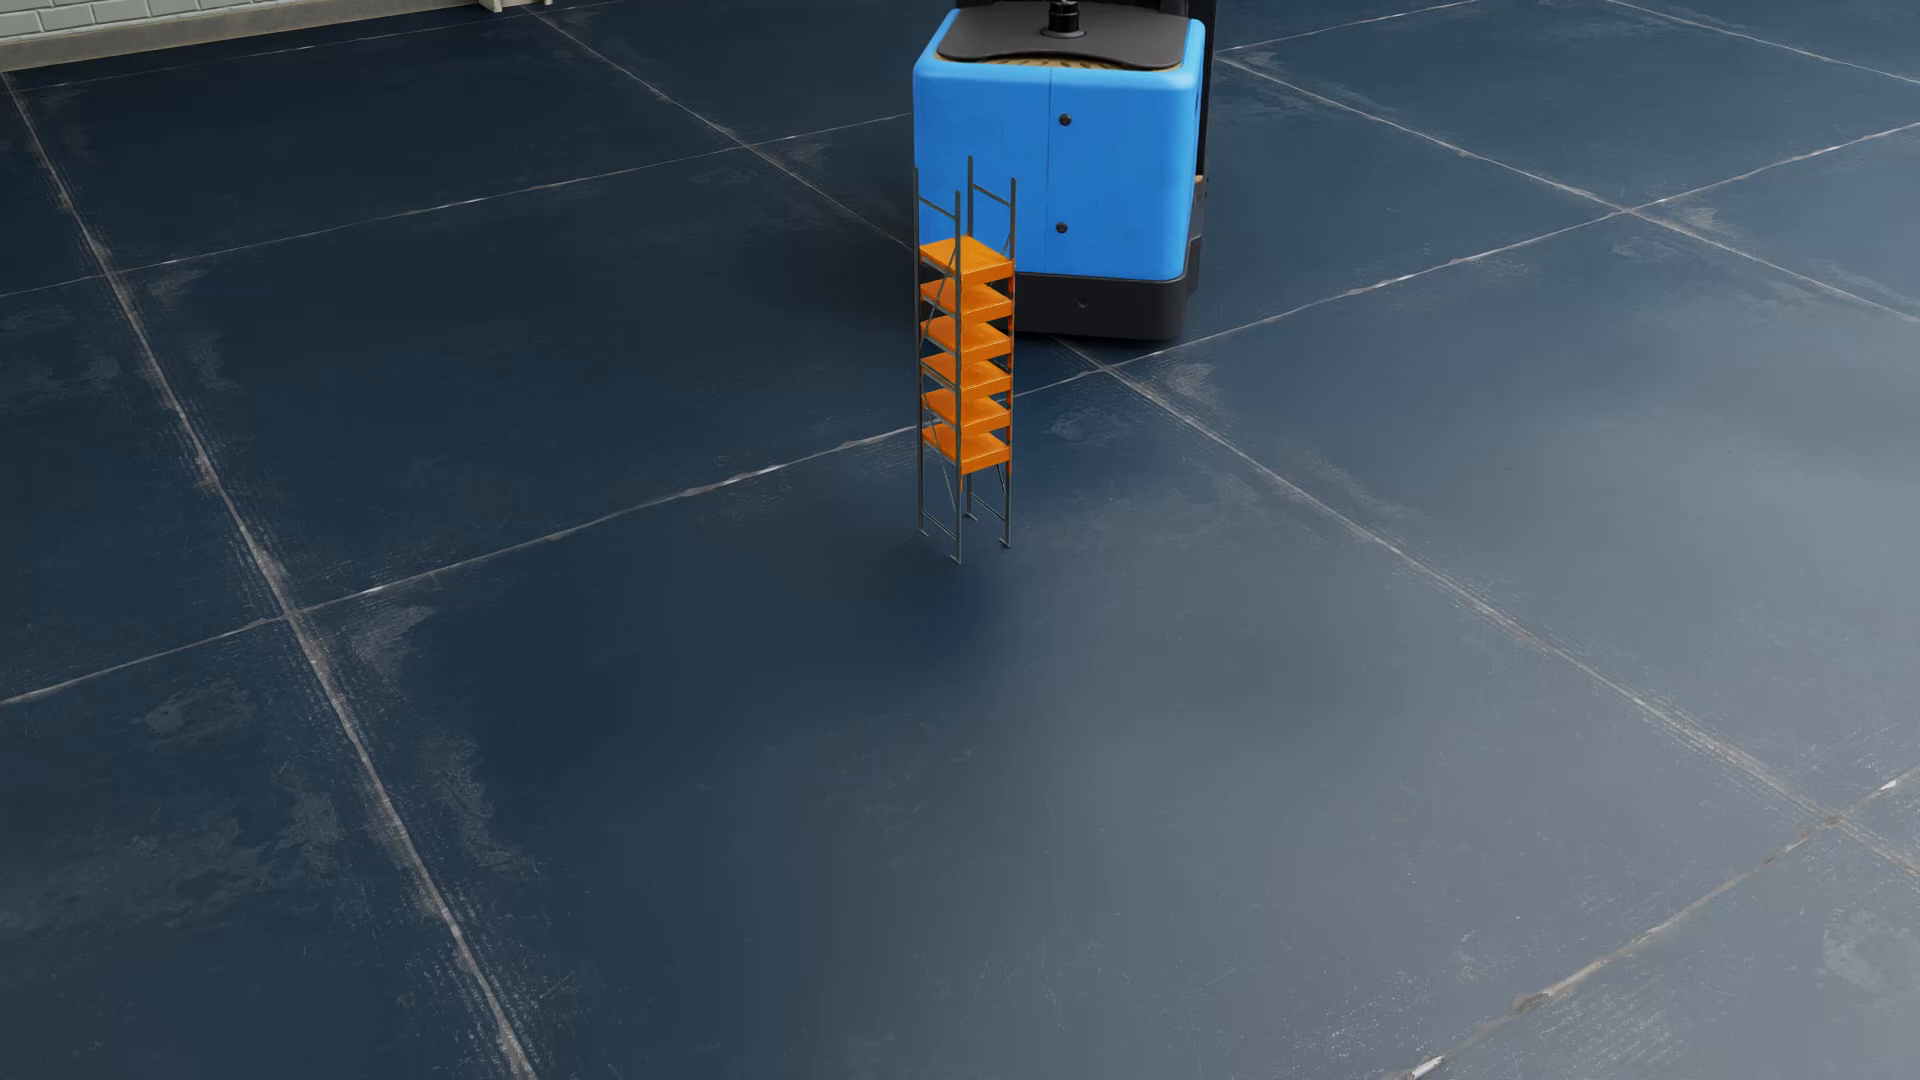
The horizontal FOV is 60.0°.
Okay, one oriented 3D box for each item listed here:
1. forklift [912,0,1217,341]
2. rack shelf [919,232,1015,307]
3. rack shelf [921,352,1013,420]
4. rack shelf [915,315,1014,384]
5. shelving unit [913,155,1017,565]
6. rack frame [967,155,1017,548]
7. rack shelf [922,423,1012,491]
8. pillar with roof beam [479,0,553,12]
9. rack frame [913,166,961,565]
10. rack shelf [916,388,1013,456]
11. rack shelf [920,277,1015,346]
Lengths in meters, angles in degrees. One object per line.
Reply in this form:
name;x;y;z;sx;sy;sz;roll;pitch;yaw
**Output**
forklift;0.566;-2.769;6.893;1.130;2.935;3.031;5;33;8
rack shelf;0.012;-0.779;4.768;0.180;0.103;0.258;-19;37;-27
rack shelf;0.012;-0.474;4.960;0.180;0.103;0.258;-19;37;-27
rack shelf;0.012;-0.576;4.896;0.180;0.103;0.258;-19;37;-27
shelving unit;0.012;-0.512;4.937;0.189;1.200;0.258;-19;37;-27
rack frame;0.089;-0.538;4.978;0.006;1.200;0.240;-19;37;-27
rack shelf;0.012;-0.271;5.088;0.180;0.103;0.258;-19;37;-27
pillar with roof beam;-0.546;-5.352;5.301;0.400;9.000;9.100;-19;37;-27
rack frame;-0.065;-0.485;4.895;0.006;1.200;0.240;-19;37;-27
rack shelf;0.012;-0.373;5.024;0.180;0.103;0.258;-19;37;-27
rack shelf;0.012;-0.677;4.832;0.180;0.103;0.258;-19;37;-27
